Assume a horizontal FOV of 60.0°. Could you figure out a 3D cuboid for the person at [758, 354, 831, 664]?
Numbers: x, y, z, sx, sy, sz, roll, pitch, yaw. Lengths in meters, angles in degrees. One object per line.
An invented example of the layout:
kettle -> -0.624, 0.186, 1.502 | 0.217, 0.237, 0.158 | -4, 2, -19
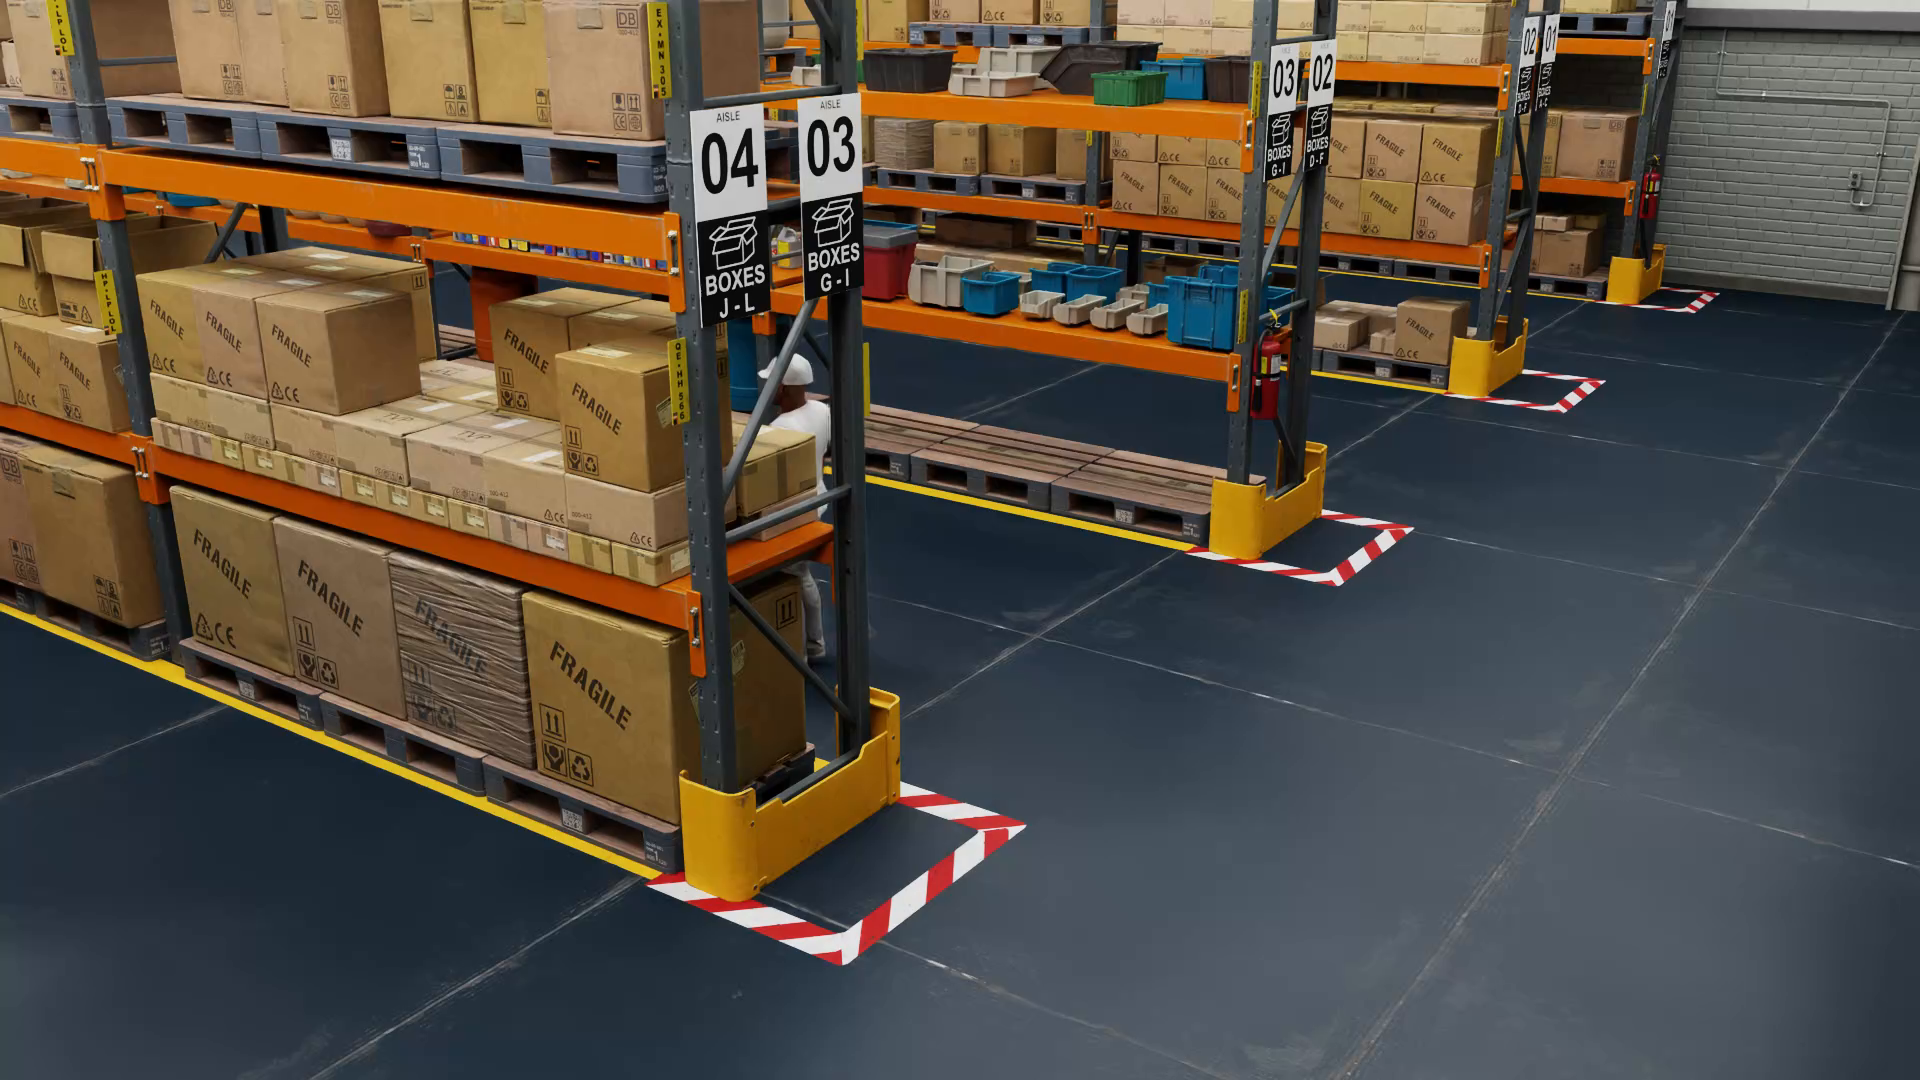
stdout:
person -> -0.920, -0.118, 8.837 | 0.420, 1.797, 0.616 | 6, 21, 16
